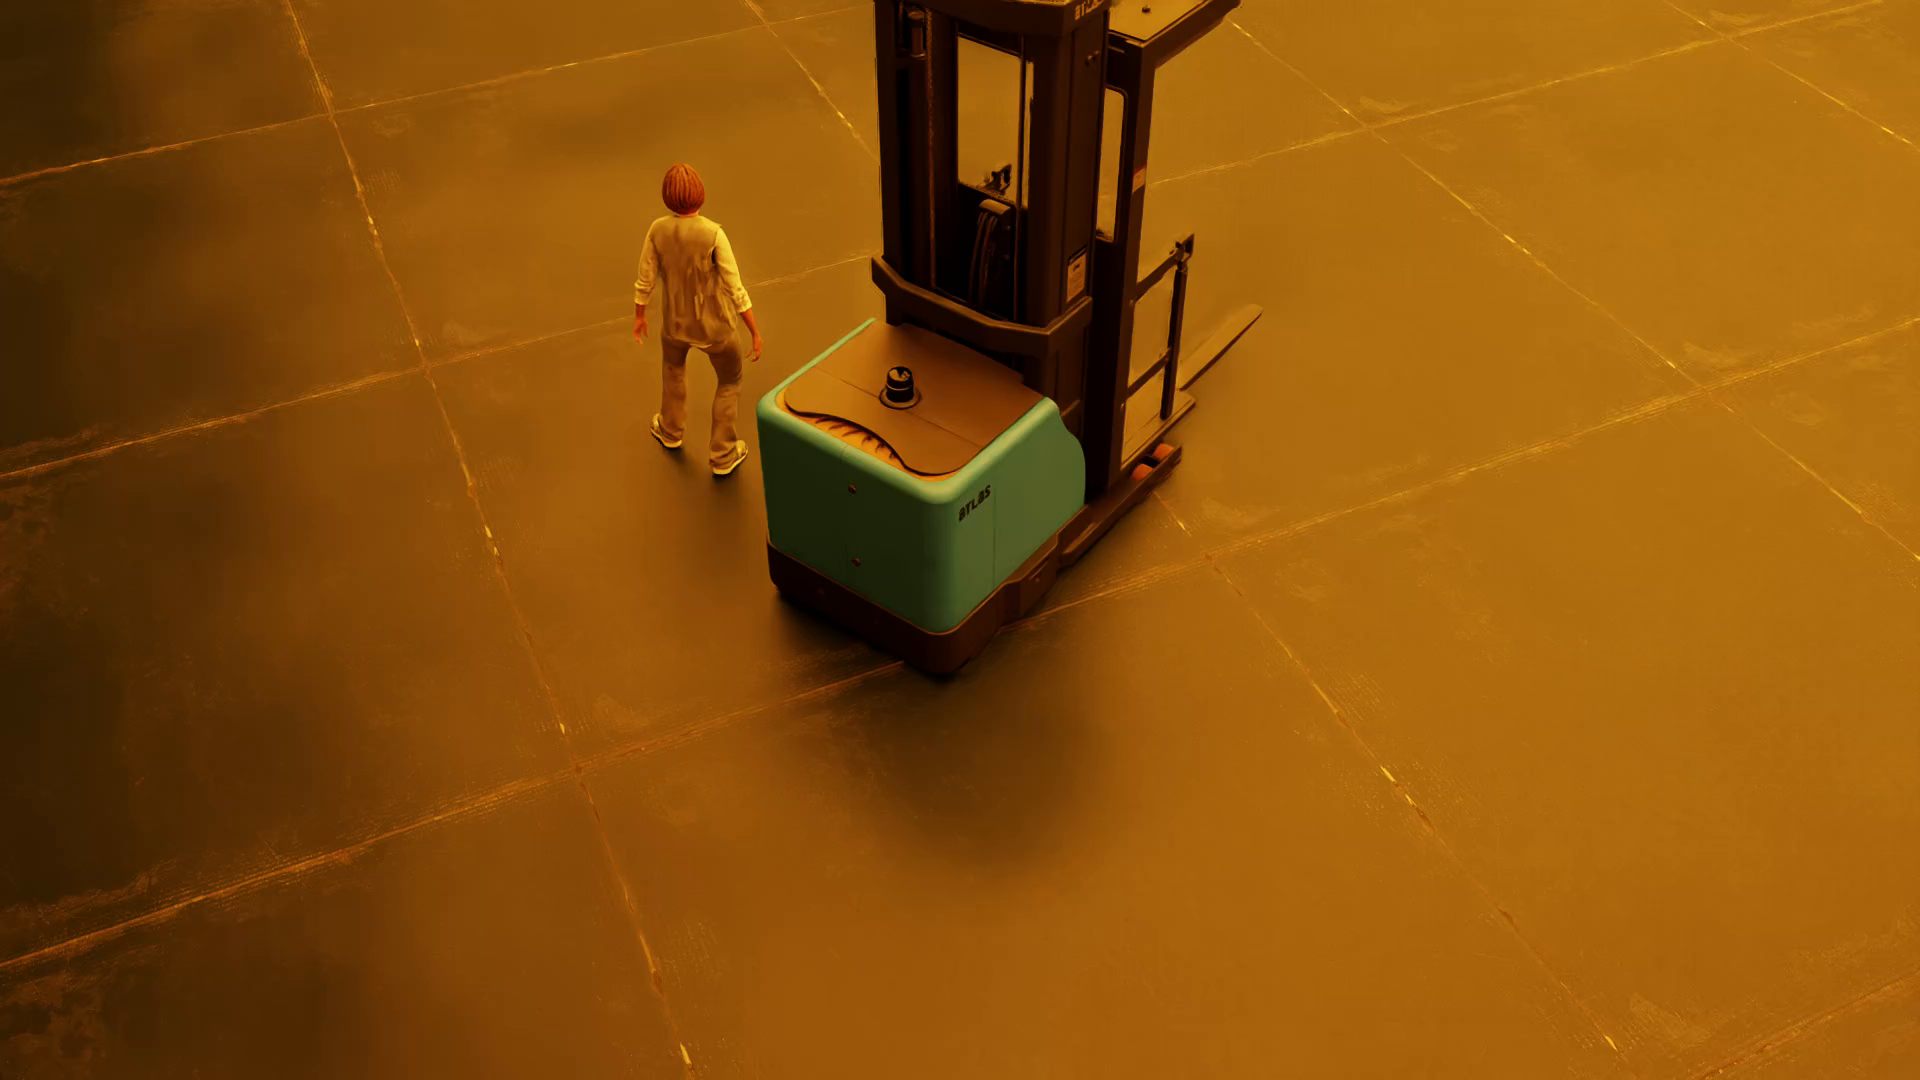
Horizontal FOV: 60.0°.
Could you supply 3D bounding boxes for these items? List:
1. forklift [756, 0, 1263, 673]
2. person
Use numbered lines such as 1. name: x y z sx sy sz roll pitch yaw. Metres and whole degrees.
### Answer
1. forklift: 0.430 -1.458 7.242 1.130 2.935 3.031 27 50 26
2. person: -1.245 -1.010 7.778 0.727 1.564 0.390 11 44 11
